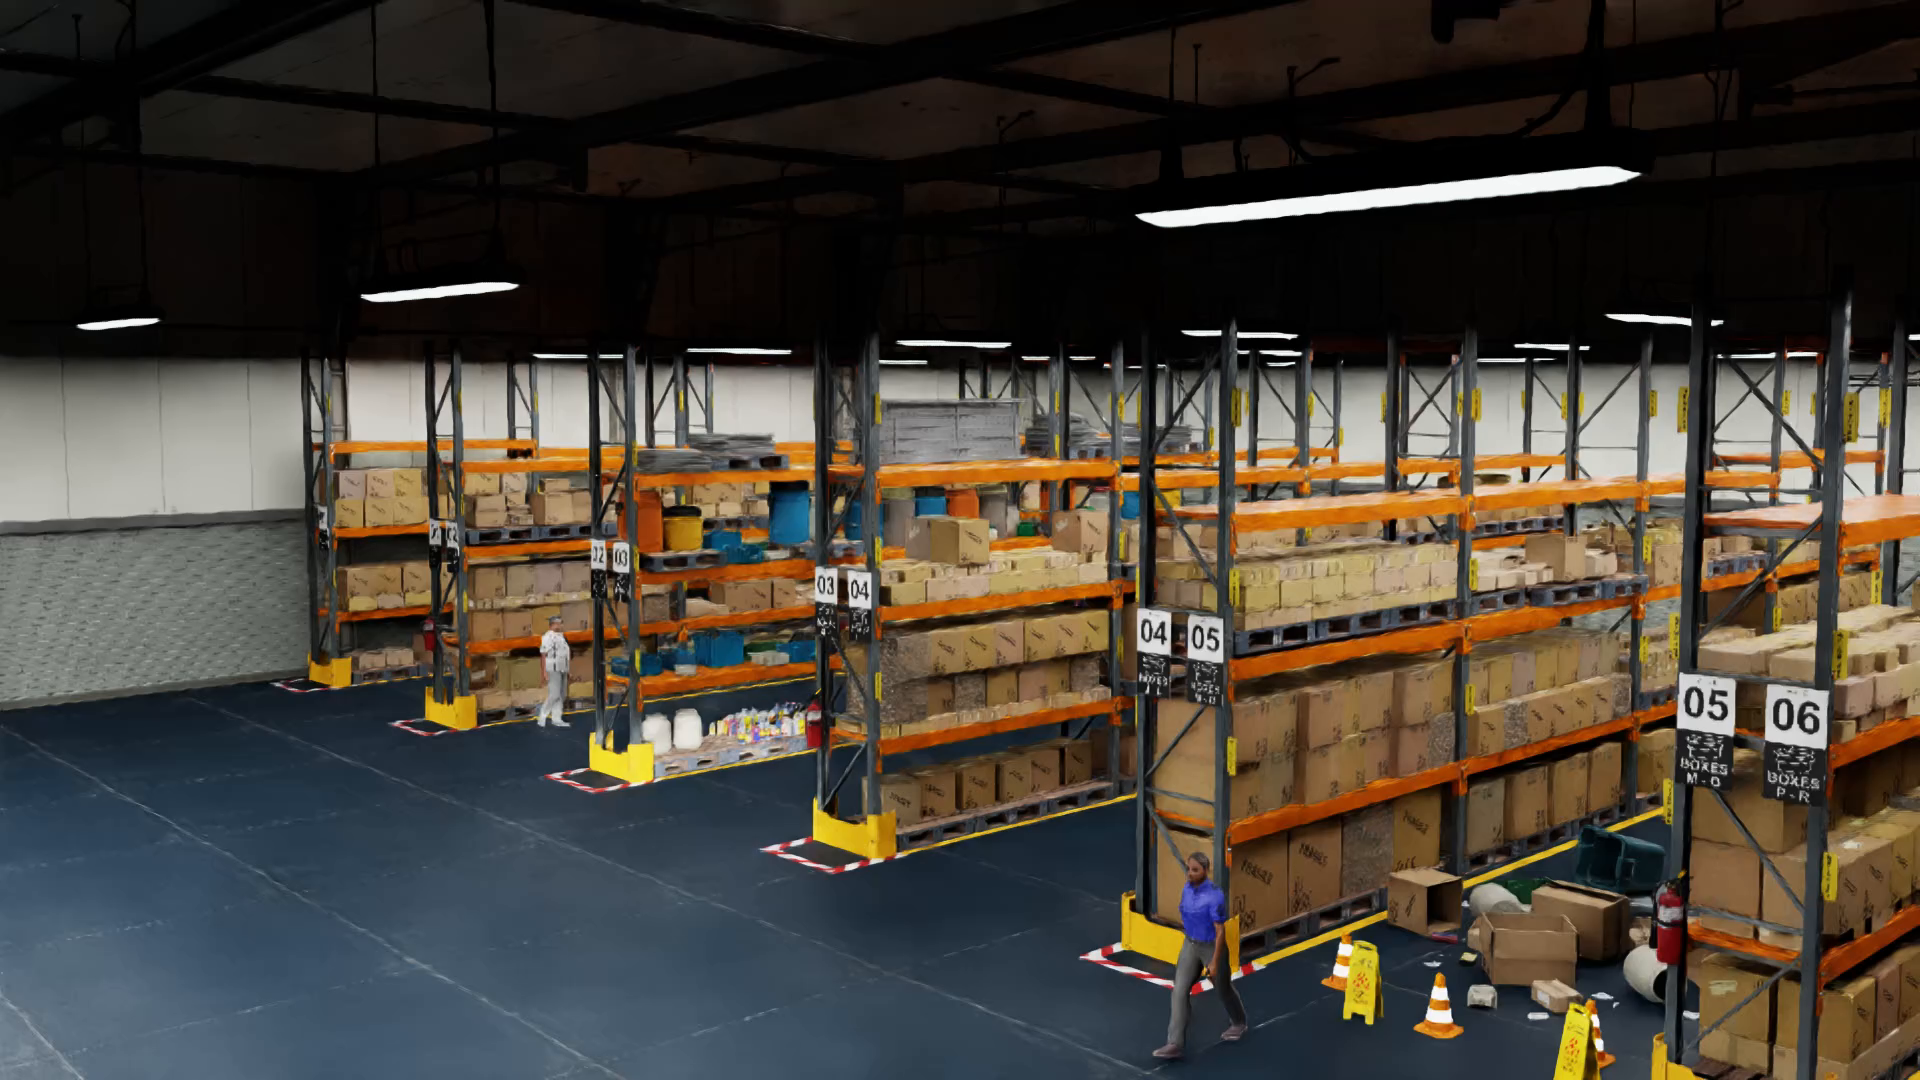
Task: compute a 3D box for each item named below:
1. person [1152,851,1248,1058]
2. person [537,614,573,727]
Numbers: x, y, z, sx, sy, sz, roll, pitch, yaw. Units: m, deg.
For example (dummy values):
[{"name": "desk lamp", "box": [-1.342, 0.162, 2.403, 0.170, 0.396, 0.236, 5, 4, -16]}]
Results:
[{"name": "person", "box": [1.919, 3.218, 13.019, 0.999, 1.596, 0.461, -5, 7, -44]}, {"name": "person", "box": [-6.284, 2.026, 25.737, 0.467, 1.755, 0.578, 2, 5, 20]}]
